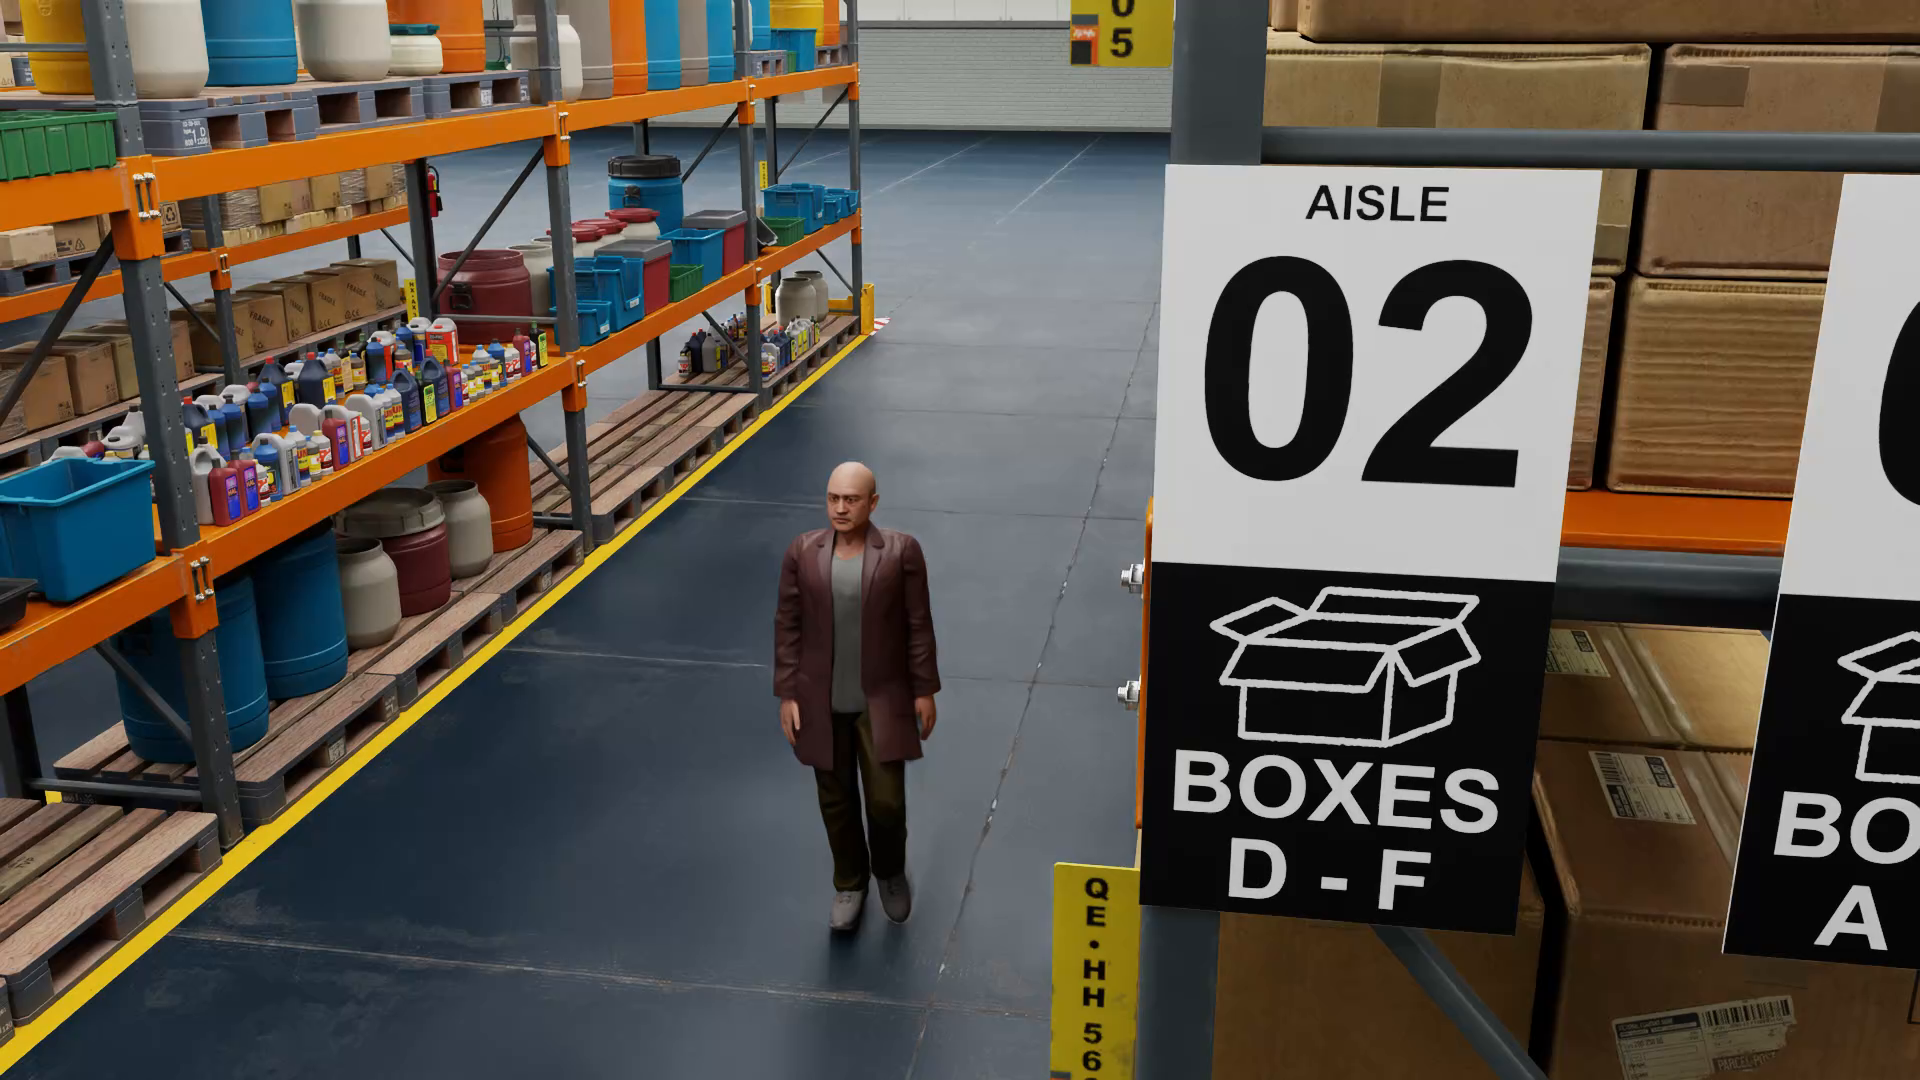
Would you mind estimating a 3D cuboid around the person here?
[{"bbox_3d":[-0.390,0.607,6.098,0.616,1.798,0.476,2,18,8],"label":"person"}]
